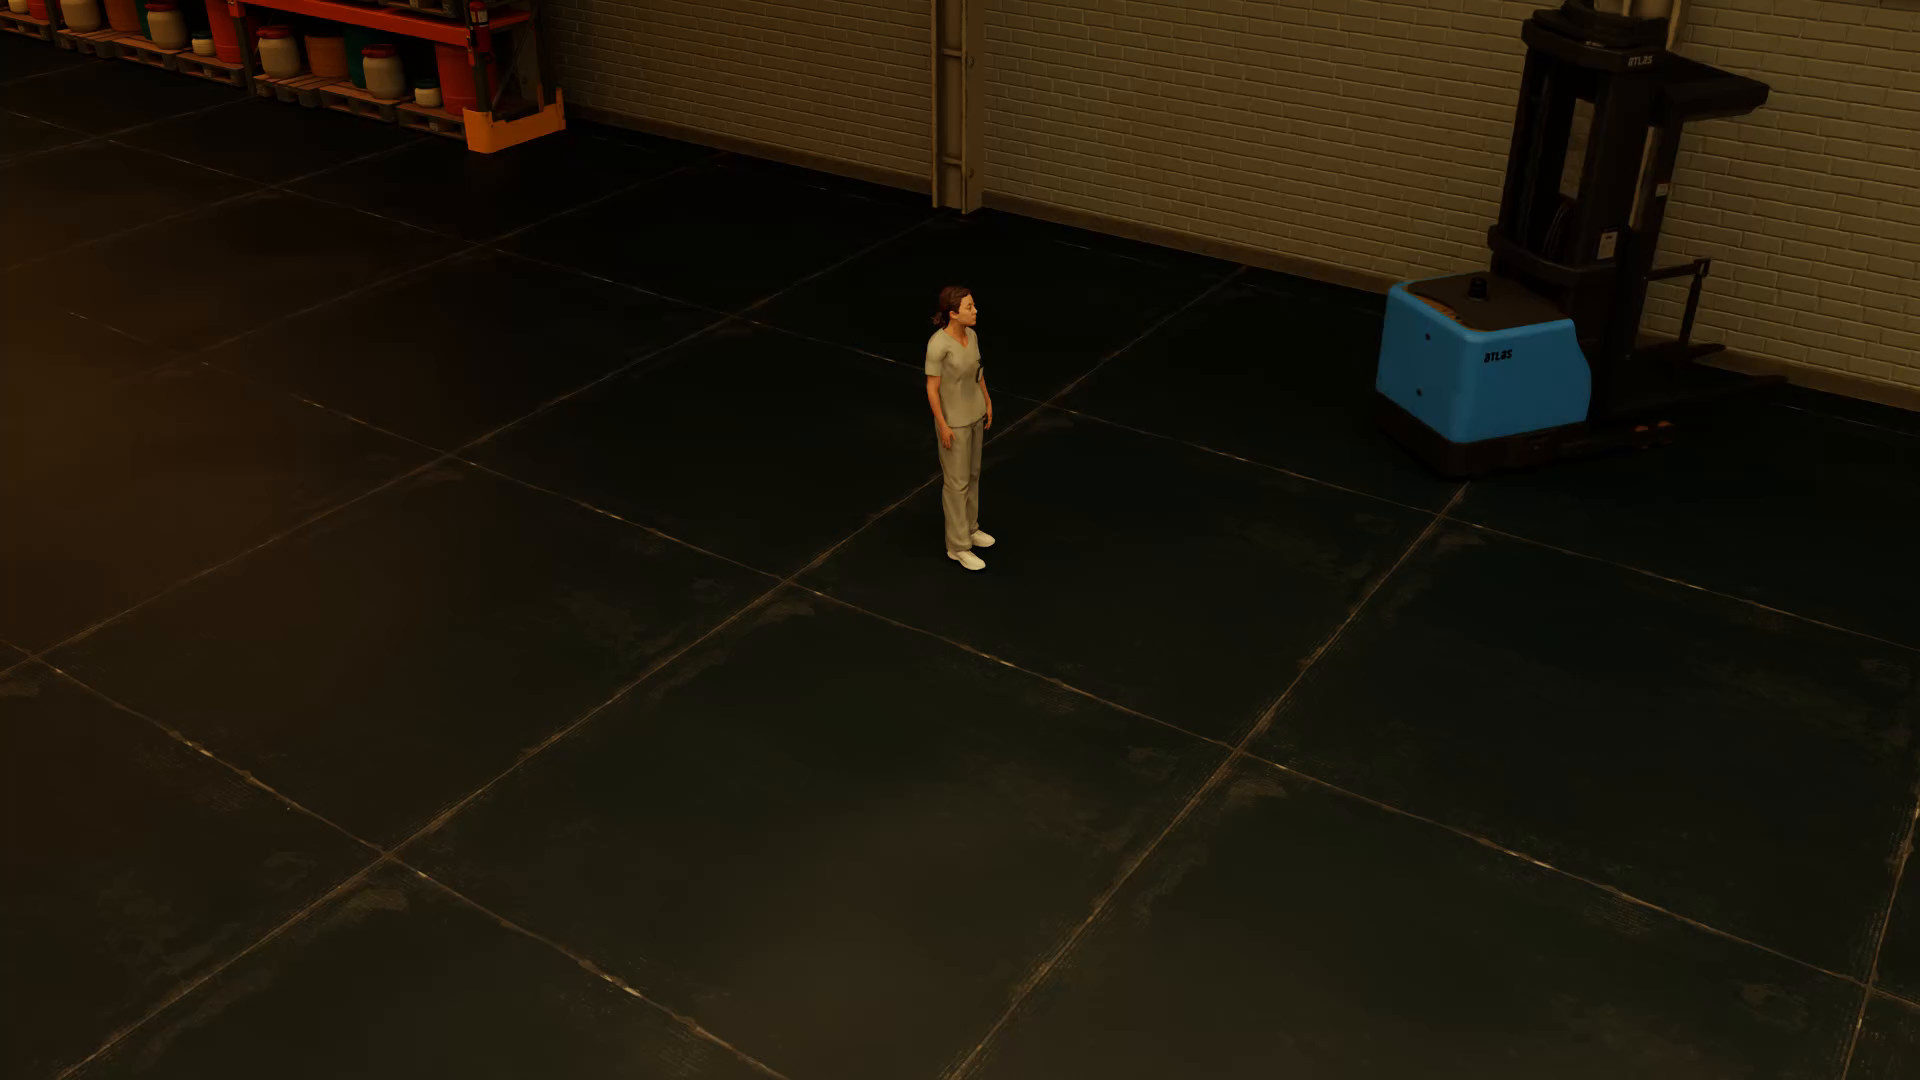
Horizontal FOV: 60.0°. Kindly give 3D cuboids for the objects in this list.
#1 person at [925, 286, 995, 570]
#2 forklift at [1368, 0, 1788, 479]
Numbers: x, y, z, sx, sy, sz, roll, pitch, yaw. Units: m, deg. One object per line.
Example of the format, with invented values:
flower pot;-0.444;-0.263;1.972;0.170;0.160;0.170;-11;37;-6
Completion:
person;0.054;-0.705;10.030;0.548;1.673;0.549;19;35;29
forklift;4.483;-2.131;11.251;3.031;2.935;1.130;-11;32;-18
